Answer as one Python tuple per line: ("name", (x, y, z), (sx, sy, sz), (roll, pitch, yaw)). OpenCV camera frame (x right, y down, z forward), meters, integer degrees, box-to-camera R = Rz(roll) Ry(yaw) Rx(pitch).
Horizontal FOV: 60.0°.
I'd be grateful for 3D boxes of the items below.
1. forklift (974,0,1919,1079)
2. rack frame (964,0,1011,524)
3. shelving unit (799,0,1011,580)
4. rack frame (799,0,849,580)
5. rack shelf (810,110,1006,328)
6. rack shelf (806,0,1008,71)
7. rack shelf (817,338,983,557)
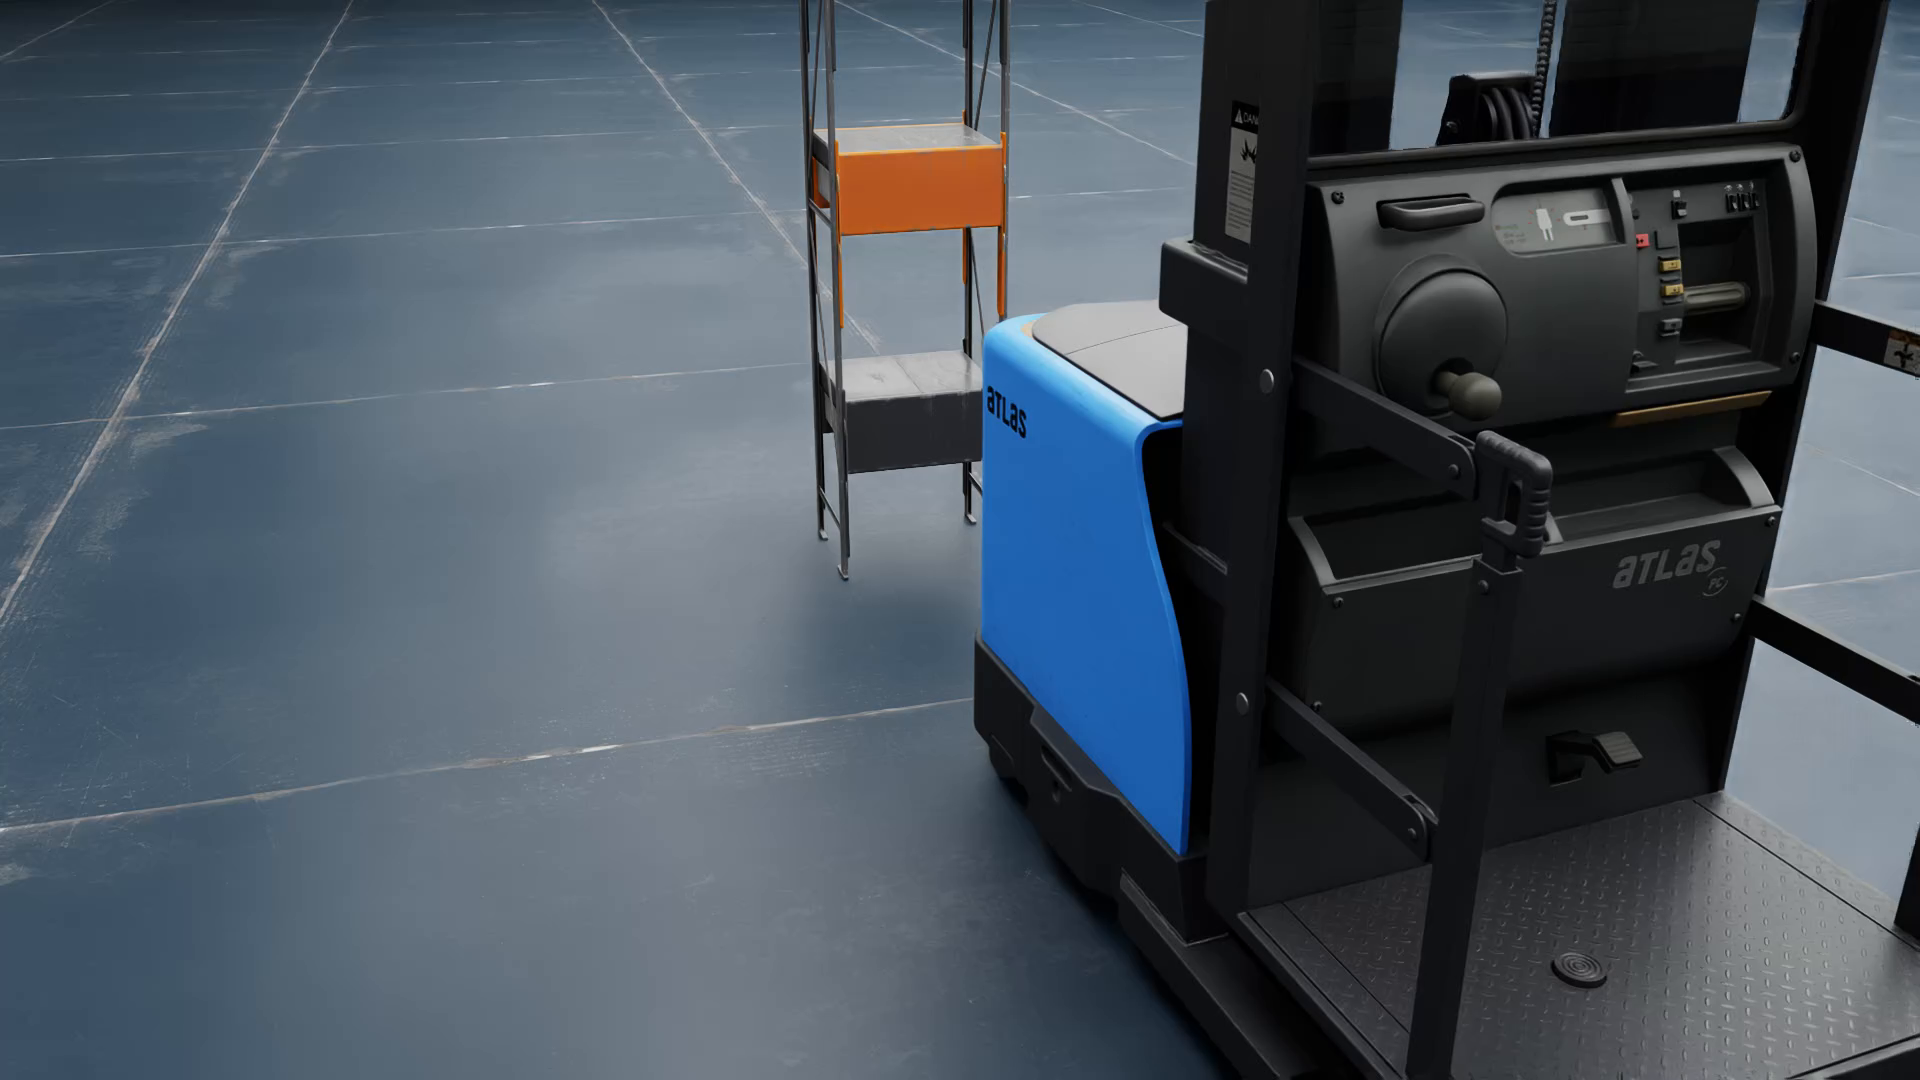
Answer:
("forklift", (1.050, -0.382, 2.422), (1.130, 2.935, 3.031), (-9, 25, -20))
("rack frame", (0.076, -0.973, 4.855), (0.015, 2.100, 0.400), (-6, 24, -14))
("shelving unit", (-0.159, -0.947, 4.795), (0.503, 2.100, 0.431), (-6, 24, -14))
("rack frame", (-0.394, -0.921, 4.734), (0.015, 2.100, 0.400), (-6, 24, -14))
("rack shelf", (-0.159, -0.935, 4.800), (0.480, 0.518, 0.431), (-6, 24, -14))
("rack shelf", (-0.159, -1.578, 4.524), (0.480, 0.518, 0.431), (-6, 24, -14))
("rack shelf", (-0.159, -0.291, 5.076), (0.480, 0.518, 0.431), (-6, 24, -14))
